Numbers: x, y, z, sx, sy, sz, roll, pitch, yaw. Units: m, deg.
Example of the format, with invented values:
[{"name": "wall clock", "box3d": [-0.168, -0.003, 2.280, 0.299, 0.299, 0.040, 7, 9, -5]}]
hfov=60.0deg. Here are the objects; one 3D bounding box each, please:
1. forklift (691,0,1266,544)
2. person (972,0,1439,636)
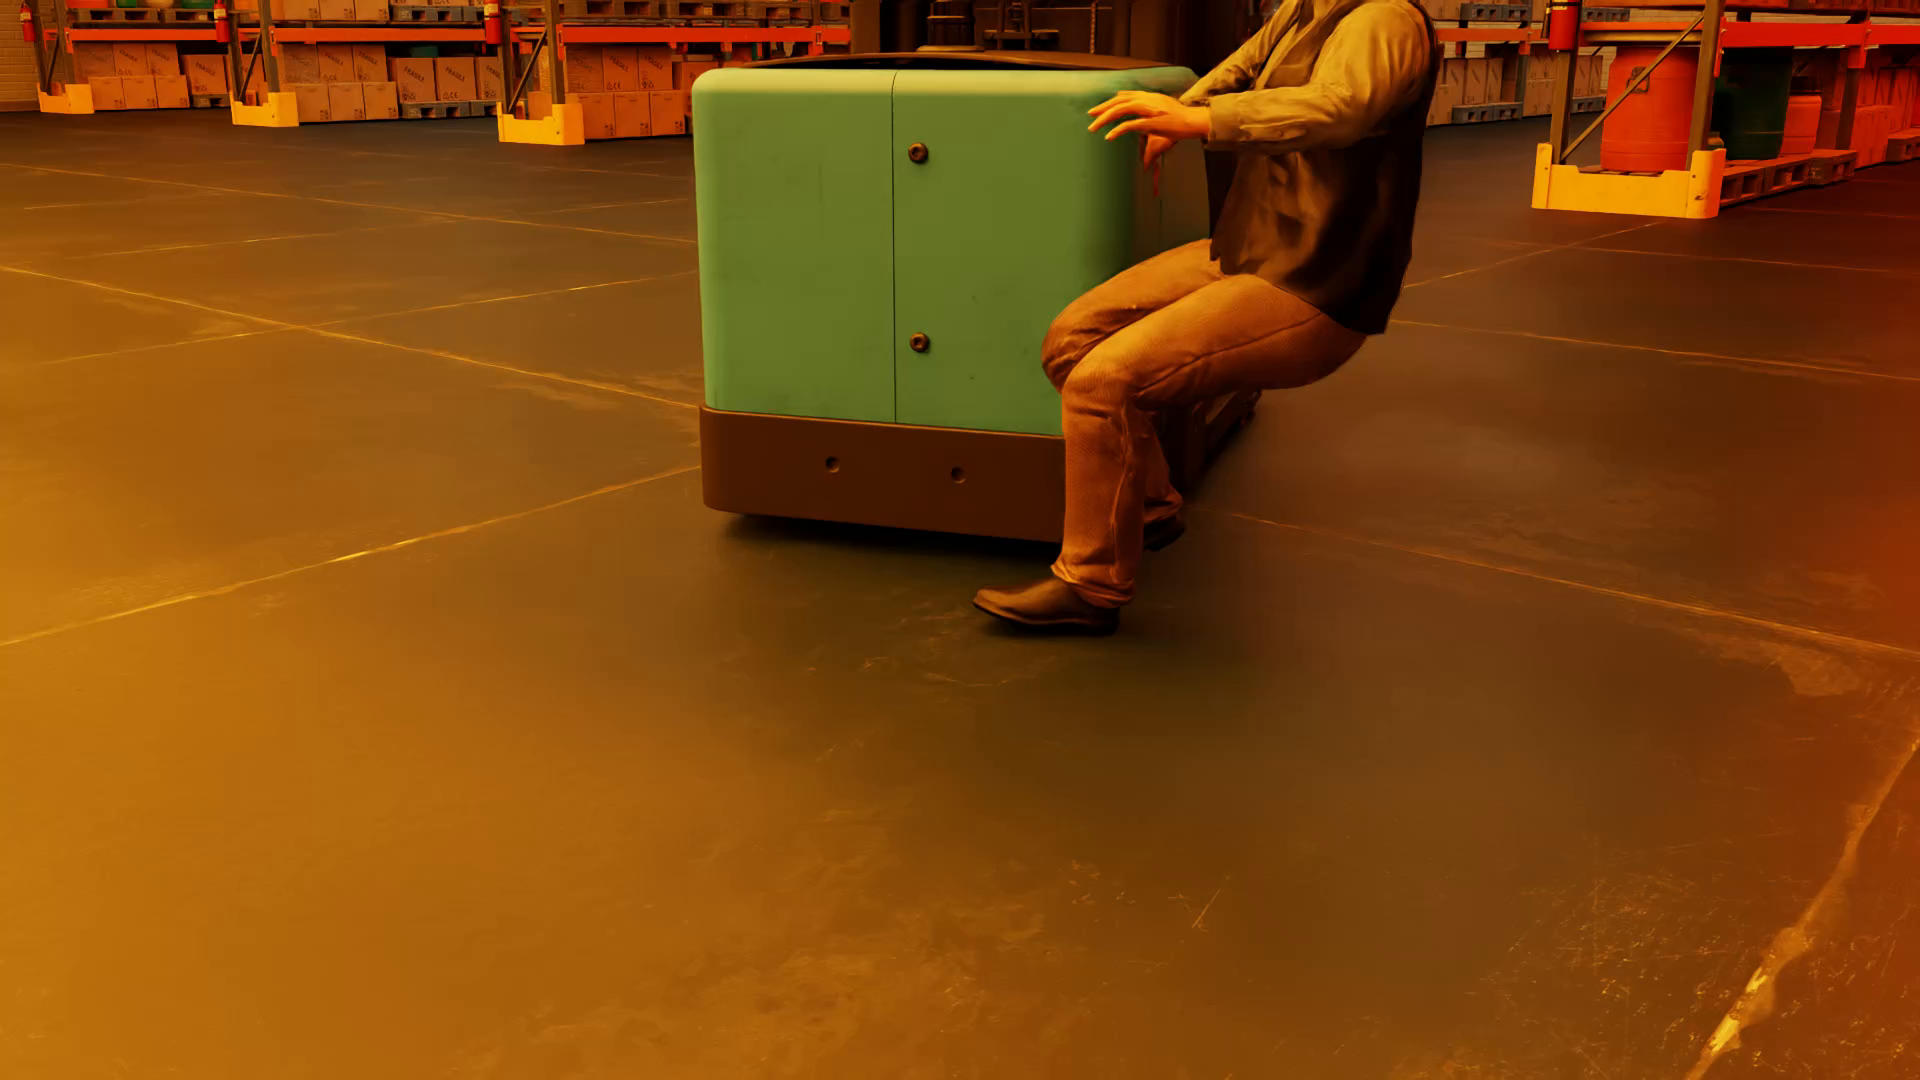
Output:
[{"name": "forklift", "box3d": [0.329, -1.778, 4.754, 1.130, 2.935, 3.031, 5, 18, 17]}, {"name": "person", "box3d": [0.449, -0.562, 3.251, 0.872, 1.487, 0.940, -4, 17, -12]}]
